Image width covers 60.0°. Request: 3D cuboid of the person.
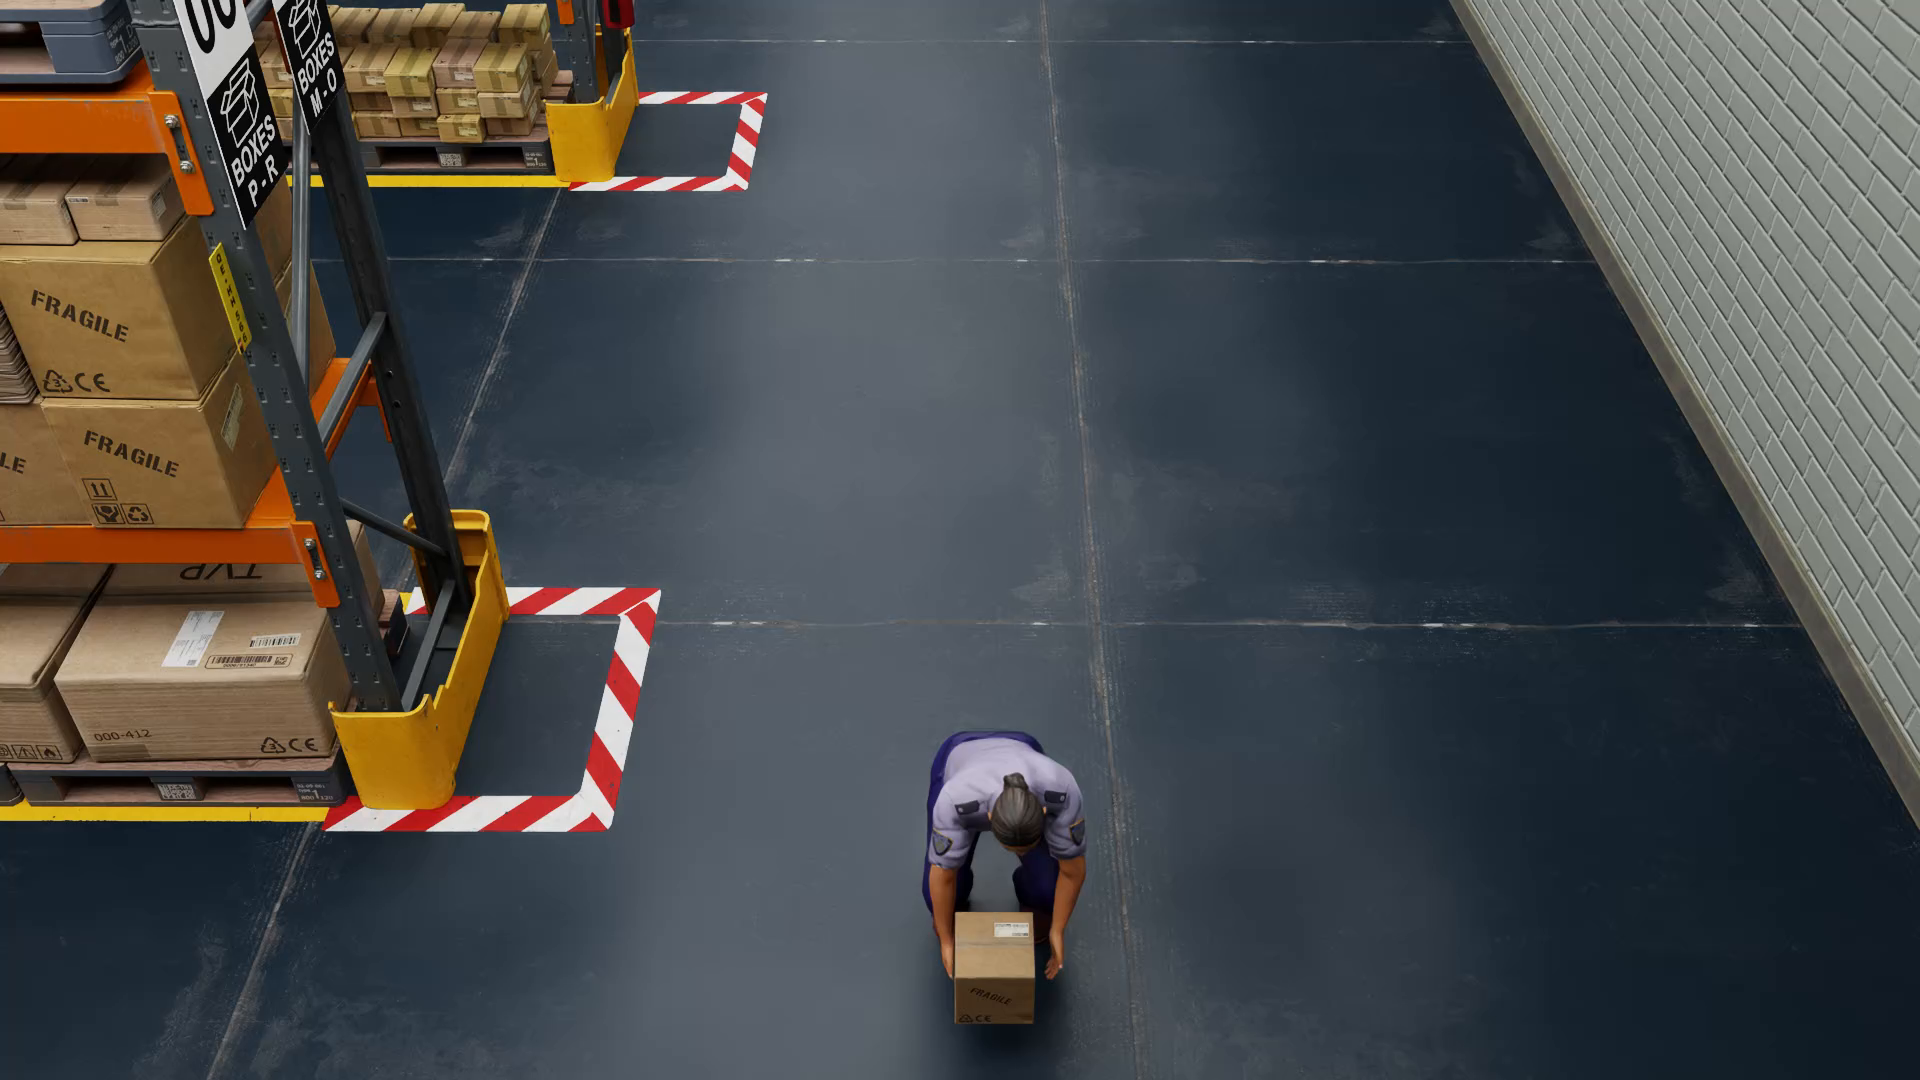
[{"bbox_3d":[0.138,0.974,5.485,0.529,1.033,0.793,0,40,0],"label":"person"}]
